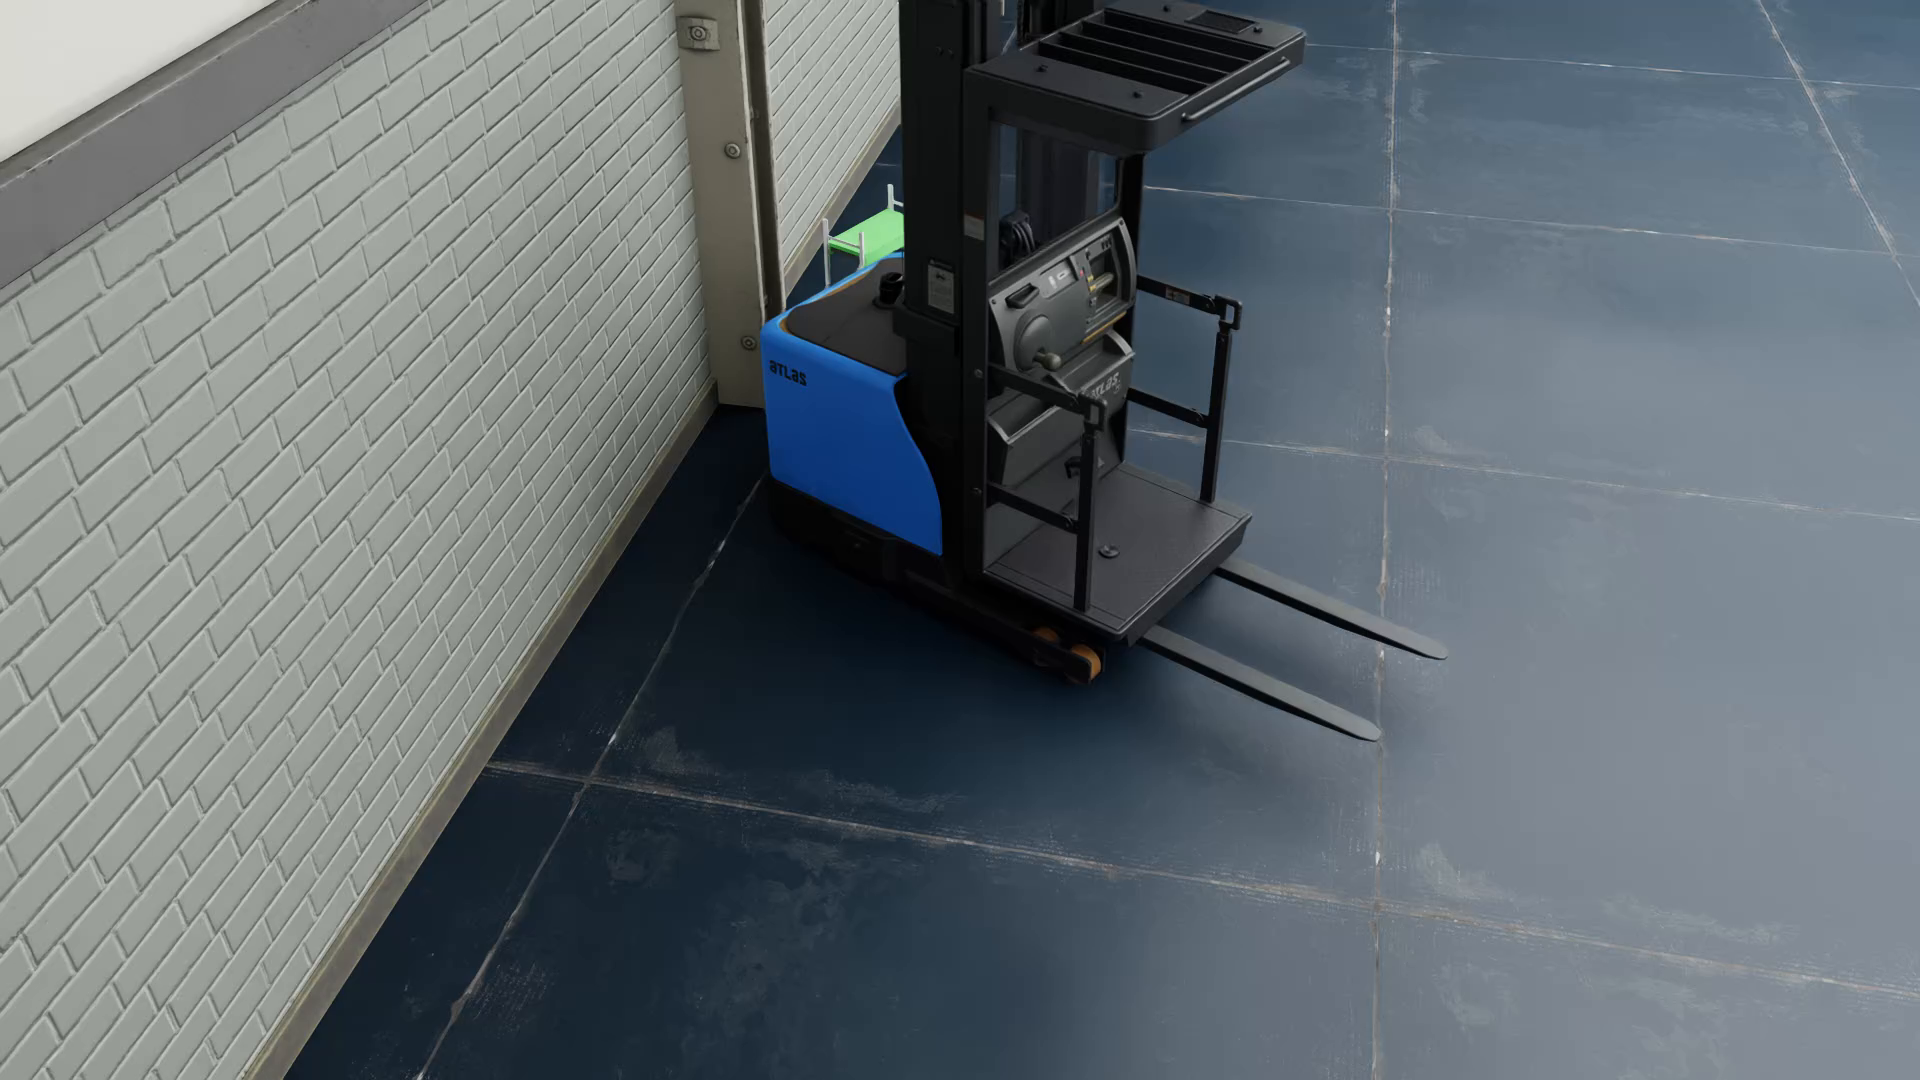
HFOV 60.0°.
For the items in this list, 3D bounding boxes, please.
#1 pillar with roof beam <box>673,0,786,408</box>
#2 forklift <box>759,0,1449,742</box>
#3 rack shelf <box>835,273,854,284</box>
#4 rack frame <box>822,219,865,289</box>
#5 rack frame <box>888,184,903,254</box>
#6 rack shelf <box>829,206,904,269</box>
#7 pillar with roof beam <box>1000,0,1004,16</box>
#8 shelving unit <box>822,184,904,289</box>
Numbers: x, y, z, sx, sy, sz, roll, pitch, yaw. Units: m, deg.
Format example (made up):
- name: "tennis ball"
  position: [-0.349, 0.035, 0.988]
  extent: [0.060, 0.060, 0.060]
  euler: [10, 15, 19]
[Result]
- name: "pillar with roof beam"
  position: [3.096, -3.925, 5.497]
  extent: [9.100, 9.000, 0.400]
  euler: [7, 37, 10]
- name: "forklift"
  position: [0.586, -0.940, 6.549]
  extent: [3.031, 2.935, 1.130]
  euler: [24, 43, 30]
- name: "rack shelf"
  position: [-0.397, -1.230, 8.124]
  extent: [0.258, 0.148, 0.480]
  euler: [24, 42, 29]
- name: "rack frame"
  position: [-0.543, -0.972, 8.069]
  extent: [0.240, 1.200, 0.015]
  euler: [24, 42, 29]
- name: "rack frame"
  position: [-0.251, -1.202, 8.386]
  extent: [0.240, 1.200, 0.015]
  euler: [24, 42, 29]
- name: "rack shelf"
  position: [-0.397, -1.424, 7.984]
  extent: [0.258, 0.148, 0.480]
  euler: [24, 42, 29]
- name: "pillar with roof beam"
  position: [4.378, -7.364, 10.243]
  extent: [9.100, 9.000, 0.400]
  euler: [7, 37, 10]
- name: "shelving unit"
  position: [-0.397, -1.087, 8.228]
  extent: [0.258, 1.200, 0.503]
  euler: [24, 42, 29]
